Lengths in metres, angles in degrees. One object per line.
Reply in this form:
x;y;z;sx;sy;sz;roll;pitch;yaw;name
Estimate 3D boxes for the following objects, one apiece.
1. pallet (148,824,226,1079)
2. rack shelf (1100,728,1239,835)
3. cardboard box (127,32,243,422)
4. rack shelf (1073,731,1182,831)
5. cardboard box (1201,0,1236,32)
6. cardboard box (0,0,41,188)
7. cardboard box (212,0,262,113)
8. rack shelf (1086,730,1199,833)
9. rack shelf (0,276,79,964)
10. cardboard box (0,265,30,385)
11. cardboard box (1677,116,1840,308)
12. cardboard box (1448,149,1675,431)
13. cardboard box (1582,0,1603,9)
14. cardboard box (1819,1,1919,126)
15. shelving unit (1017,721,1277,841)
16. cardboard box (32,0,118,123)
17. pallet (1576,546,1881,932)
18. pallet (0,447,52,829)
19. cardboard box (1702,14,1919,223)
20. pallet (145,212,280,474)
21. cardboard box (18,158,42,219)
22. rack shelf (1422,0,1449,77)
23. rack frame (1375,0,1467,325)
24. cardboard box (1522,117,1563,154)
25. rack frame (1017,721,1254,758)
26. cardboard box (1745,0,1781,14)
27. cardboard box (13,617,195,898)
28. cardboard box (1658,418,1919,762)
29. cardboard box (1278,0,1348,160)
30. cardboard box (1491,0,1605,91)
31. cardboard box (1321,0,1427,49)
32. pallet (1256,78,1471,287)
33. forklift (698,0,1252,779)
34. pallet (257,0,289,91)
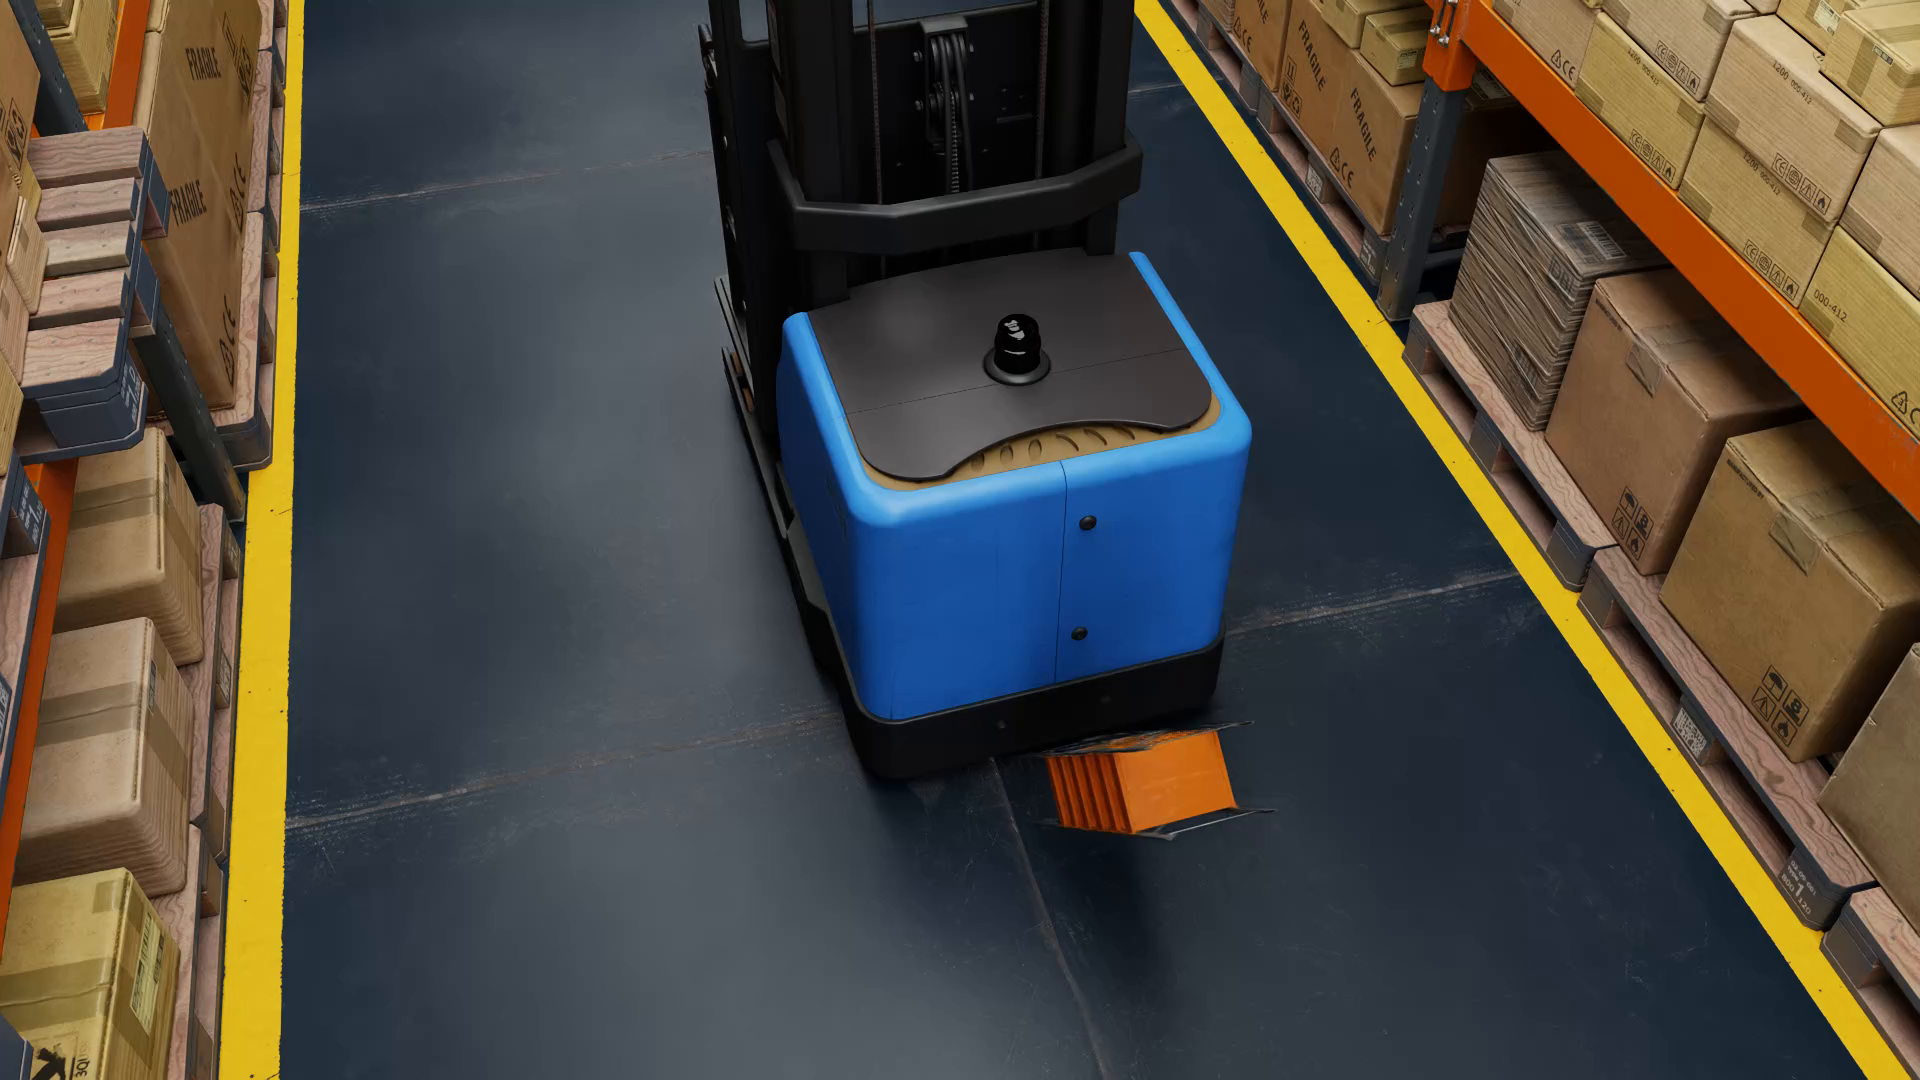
-2.270;1.303;3.825;1.003;0.211;1.213;-11;47;-10;pallet
0.456;0.525;3.637;0.258;0.103;0.180;-12;84;-12;rack shelf
-2.874;-0.949;5.273;0.875;0.875;0.875;-11;47;-11;cardboard box
0.413;0.558;3.870;0.258;0.103;0.180;-12;84;-12;rack shelf
1.298;-2.552;7.106;0.500;0.500;0.500;-12;47;-12;cardboard box
-2.392;-1.076;3.632;0.500;0.500;0.500;-12;47;-11;cardboard box
-3.327;-2.183;6.482;0.875;0.875;0.875;-9;46;-9;cardboard box
0.434;0.541;3.754;0.258;0.103;0.180;-12;84;-12;rack shelf
-2.265;0.579;3.086;1.077;0.370;4.000;-11;47;-10;rack shelf
-2.163;-0.416;3.439;0.380;0.149;0.250;-13;47;-12;cardboard box
2.160;-0.857;4.095;0.500;0.250;0.500;-12;47;-12;cardboard box
2.166;-0.846;5.348;0.875;0.625;0.625;-9;46;-9;cardboard box
1.873;-1.730;4.600;0.500;0.250;0.500;-11;47;-10;cardboard box
2.157;-1.062;3.667;0.380;0.149;0.250;-10;46;-9;cardboard box
0.399;0.568;3.944;0.258;1.200;0.189;-12;84;-12;shelving unit
-2.660;-1.385;4.612;0.500;0.250;0.500;-11;47;-11;cardboard box
2.502;0.429;4.682;1.003;0.211;1.213;-11;47;-10;pallet
-2.231;0.373;2.918;1.003;0.211;1.213;-11;47;-10;pallet
2.141;-1.024;3.909;0.500;0.250;0.500;-12;47;-11;cardboard box
-2.906;-0.635;5.725;1.003;0.211;1.213;-11;47;-10;pallet
-2.327;-0.757;3.774;0.380;0.149;0.250;-10;46;-10;cardboard box
1.508;-3.092;6.684;1.077;0.370;4.000;-11;47;-10;rack shelf
2.020;-1.963;5.074;1.000;3.000;0.127;-11;47;-10;rack frame
2.183;-1.578;6.152;0.500;0.500;0.500;-9;46;-9;cardboard box
0.378;0.480;3.953;0.240;1.200;0.006;-12;84;-12;rack frame
2.056;-1.417;4.014;0.380;0.149;0.250;-10;46;-10;cardboard box
-2.446;0.619;4.089;0.950;0.372;0.625;-12;47;-11;cardboard box
2.514;0.068;4.451;0.875;0.625;0.625;-12;47;-12;cardboard box
1.586;-1.836;6.405;0.500;0.500;0.500;-11;47;-11;cardboard box
1.897;-1.560;4.783;0.500;0.250;0.500;-11;47;-10;cardboard box
1.549;-1.940;6.053;0.380;0.149;0.250;-13;47;-12;cardboard box
1.865;-1.510;6.582;1.003;0.211;1.213;-11;47;-10;pallet
-0.179;-1.452;4.621;1.130;2.935;3.031;-12;47;-12;forklift
-3.531;-2.320;7.376;1.003;0.211;1.213;-11;47;-10;pallet
